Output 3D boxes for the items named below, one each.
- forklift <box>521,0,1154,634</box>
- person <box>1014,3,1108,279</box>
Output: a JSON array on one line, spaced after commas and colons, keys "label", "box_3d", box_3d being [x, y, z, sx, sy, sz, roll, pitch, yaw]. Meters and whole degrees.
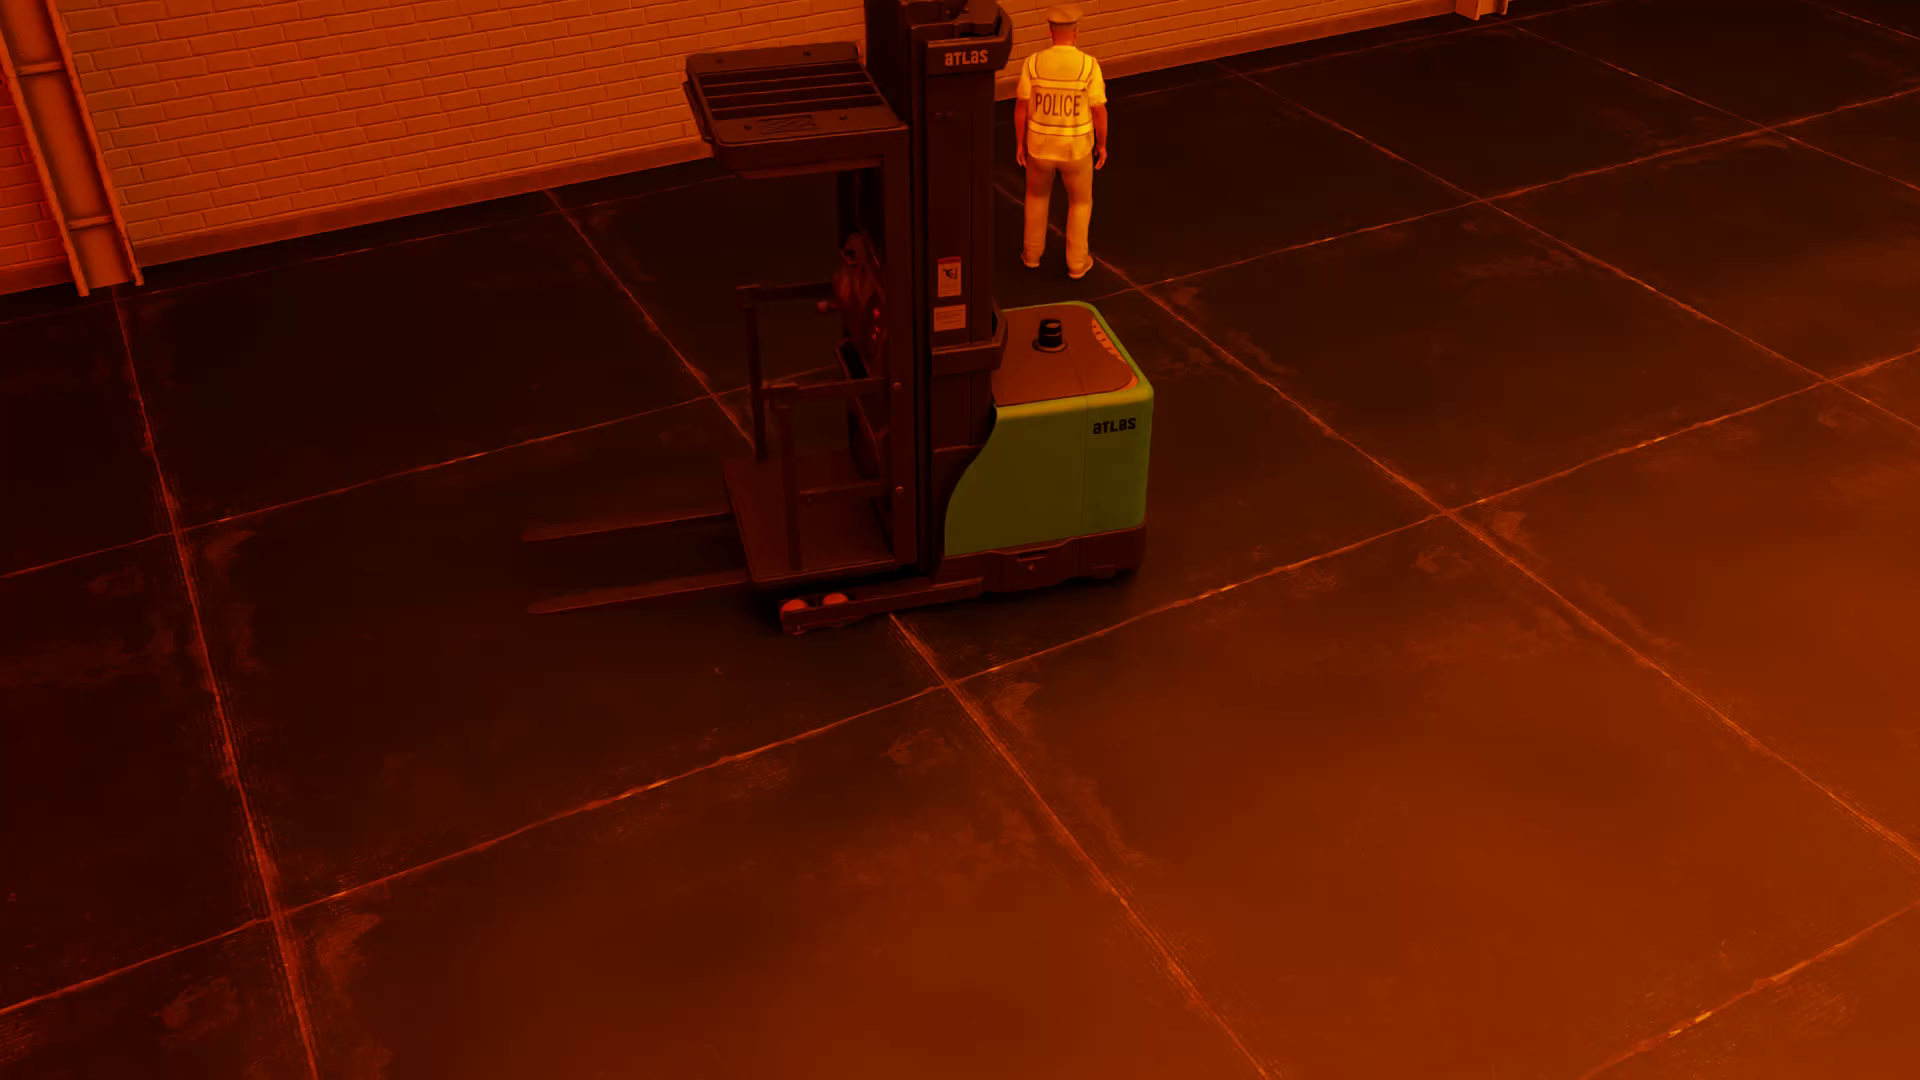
[{"label": "forklift", "box_3d": [-0.644, -1.080, 7.651, 3.031, 2.935, 1.130, -9, 36, -12]}, {"label": "person", "box_3d": [0.656, -2.556, 10.781, 0.600, 1.762, 0.478, 7, 36, 10]}]
